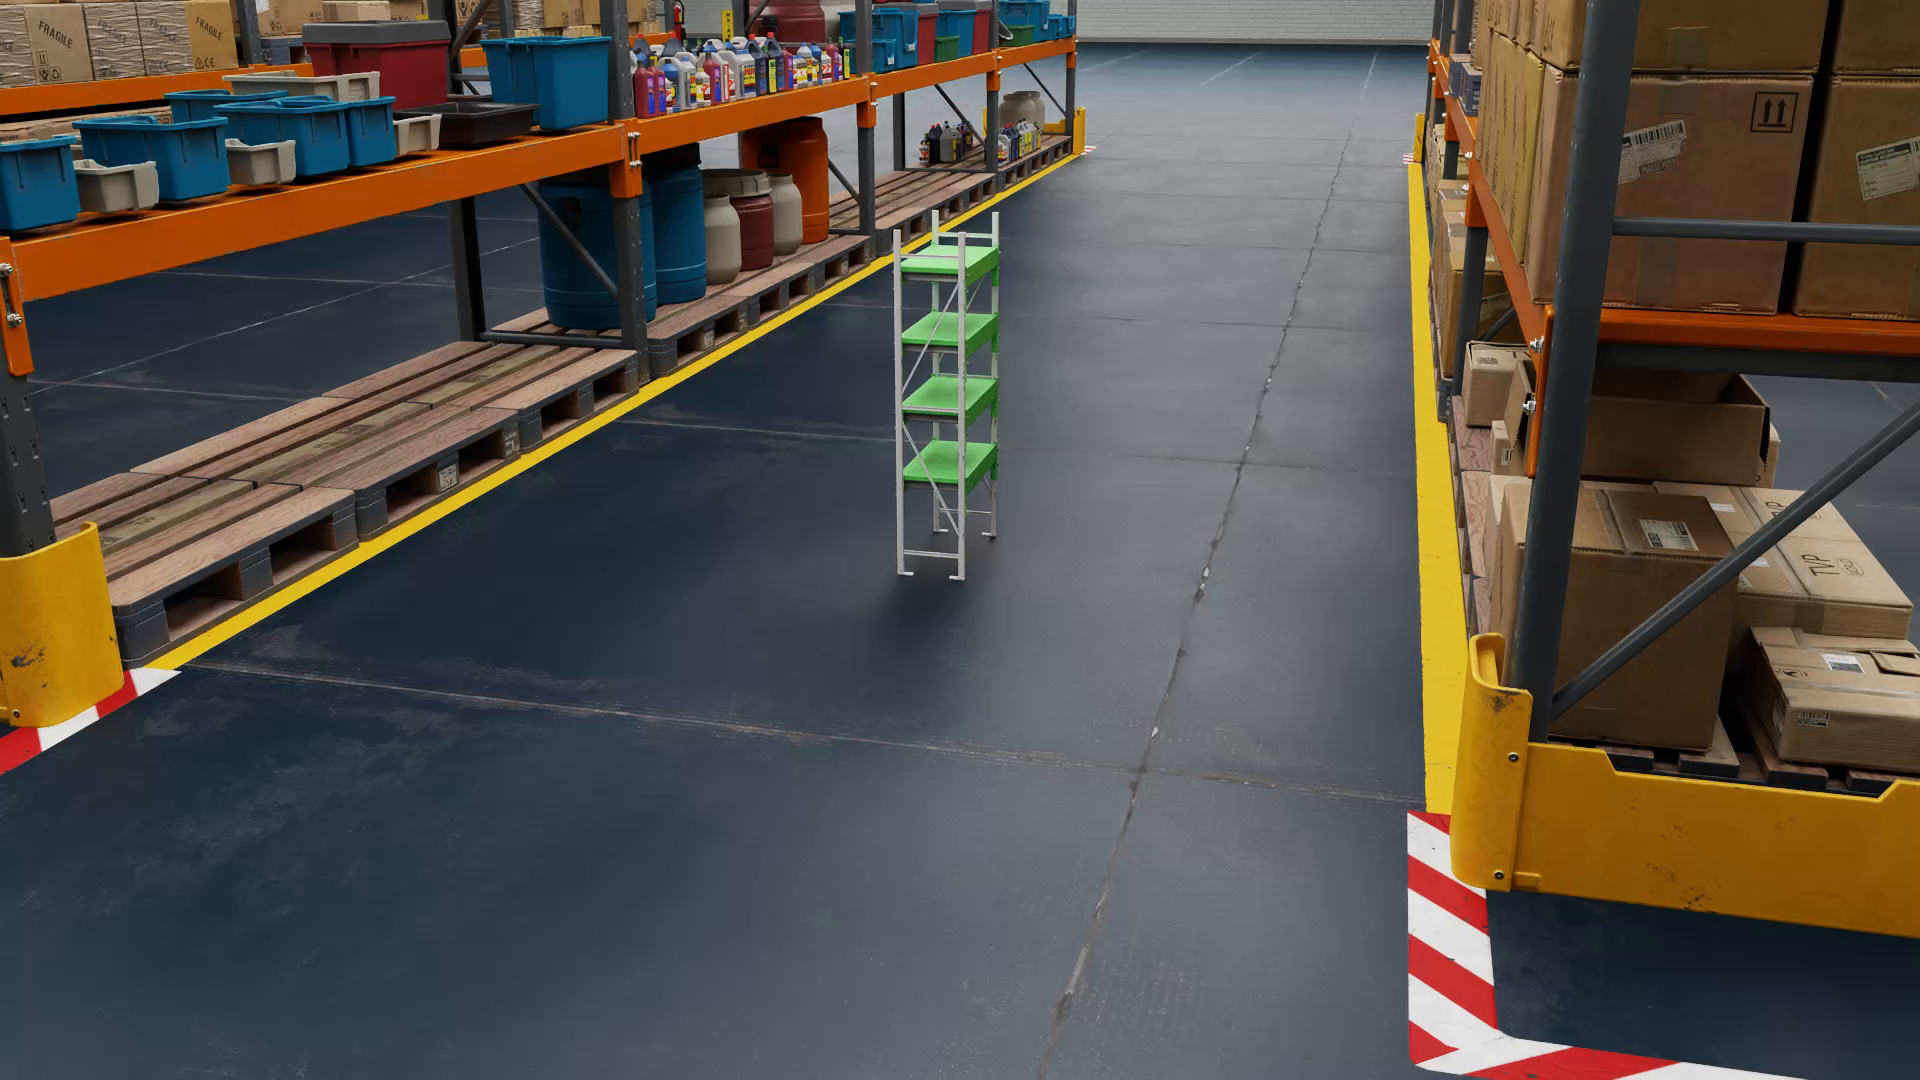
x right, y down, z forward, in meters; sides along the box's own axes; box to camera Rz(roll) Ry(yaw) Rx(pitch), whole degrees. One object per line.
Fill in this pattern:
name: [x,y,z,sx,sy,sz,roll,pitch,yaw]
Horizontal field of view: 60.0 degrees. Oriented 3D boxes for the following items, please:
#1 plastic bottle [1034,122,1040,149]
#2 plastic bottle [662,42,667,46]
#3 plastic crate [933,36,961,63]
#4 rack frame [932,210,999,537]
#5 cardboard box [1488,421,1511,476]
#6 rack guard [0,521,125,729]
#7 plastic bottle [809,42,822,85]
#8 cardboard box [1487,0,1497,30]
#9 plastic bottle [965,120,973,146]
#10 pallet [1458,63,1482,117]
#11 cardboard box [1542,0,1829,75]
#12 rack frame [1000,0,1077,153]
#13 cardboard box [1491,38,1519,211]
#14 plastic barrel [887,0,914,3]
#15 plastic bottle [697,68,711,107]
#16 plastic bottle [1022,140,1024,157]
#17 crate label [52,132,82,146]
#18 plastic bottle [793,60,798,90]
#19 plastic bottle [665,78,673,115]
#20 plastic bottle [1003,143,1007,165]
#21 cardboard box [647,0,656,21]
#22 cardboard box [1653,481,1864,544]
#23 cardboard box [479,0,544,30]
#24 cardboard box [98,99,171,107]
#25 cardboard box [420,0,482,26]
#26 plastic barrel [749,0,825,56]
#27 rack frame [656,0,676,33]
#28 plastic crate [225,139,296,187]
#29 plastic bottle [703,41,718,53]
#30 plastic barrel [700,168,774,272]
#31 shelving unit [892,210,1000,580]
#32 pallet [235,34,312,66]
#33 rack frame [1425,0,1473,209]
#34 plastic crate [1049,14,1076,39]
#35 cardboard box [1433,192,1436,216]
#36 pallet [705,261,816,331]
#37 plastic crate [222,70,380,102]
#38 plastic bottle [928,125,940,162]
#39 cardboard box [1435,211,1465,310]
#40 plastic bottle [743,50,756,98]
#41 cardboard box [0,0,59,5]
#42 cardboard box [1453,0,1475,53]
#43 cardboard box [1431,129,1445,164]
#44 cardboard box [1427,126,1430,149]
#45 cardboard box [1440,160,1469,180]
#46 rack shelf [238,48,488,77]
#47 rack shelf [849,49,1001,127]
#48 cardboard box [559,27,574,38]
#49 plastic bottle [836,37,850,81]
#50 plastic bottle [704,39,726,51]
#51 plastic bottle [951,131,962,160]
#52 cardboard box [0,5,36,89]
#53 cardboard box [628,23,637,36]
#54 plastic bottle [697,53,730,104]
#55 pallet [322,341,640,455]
plastic bottle: [0.804,-4.286,17.617,0.061,0.283,0.133,5,20,15]
plastic bottle: [-1.862,-2.980,10.453,0.061,0.283,0.133,5,19,13]
plastic crate: [-0.290,-4.090,13.848,0.450,0.188,0.662,5,19,13]
rack frame: [0.019,-0.592,6.066,0.240,1.200,0.015,5,19,13]
cardboard box: [2.195,-0.339,6.243,0.380,0.166,0.250,5,19,13]
rack guard: [-3.064,0.195,4.844,1.175,0.500,0.348,5,19,13]
plastic bottle: [-0.951,-3.115,10.865,0.097,0.271,0.097,0,19,0]
cardboard box: [2.196,-2.091,5.968,0.500,0.500,0.500,4,19,12]
plastic bottle: [0.094,-4.385,17.926,0.097,0.271,0.097,0,19,0]
pallet: [3.216,-2.411,8.903,1.003,0.211,1.213,5,19,13]
cardboard box: [1.574,-1.286,3.611,0.500,0.500,0.500,4,19,13]
rack frame: [0.839,-6.012,19.147,1.000,3.000,0.127,5,19,13]
cardboard box: [1.951,-1.290,5.170,0.500,0.500,0.500,4,19,13]
plastic barrel: [-0.585,-4.540,14.628,0.433,0.535,0.433,0,19,0]
plastic bottle: [-1.419,-2.481,9.119,0.097,0.201,0.097,0,19,0]
plastic bottle: [0.599,-4.008,16.930,0.097,0.201,0.097,0,19,0]
crate label: [-2.918,-1.349,5.812,0.396,0.136,0.243,5,19,13]
plastic bottle: [-1.070,-2.929,10.430,0.097,0.201,0.097,0,19,0]
plastic bottle: [-1.547,-2.317,8.638,0.097,0.201,0.097,0,19,0]
plastic bottle: [0.414,-3.771,16.236,0.097,0.201,0.097,0,19,0]
cardboard box: [-4.125,-6.421,19.730,0.875,0.500,0.500,5,19,13]
cardboard box: [2.384,0.027,5.041,0.500,0.250,0.500,5,19,13]
cardboard box: [-4.772,-5.473,16.956,0.875,0.500,0.500,5,19,13]
cardboard box: [-6.108,-2.874,12.599,1.225,0.875,0.875,4,19,11]
cardboard box: [-5.271,-5.394,15.761,1.000,1.000,1.000,5,19,14]
plastic barrel: [-1.296,-3.738,12.280,0.600,0.536,0.708,5,19,13]
rack frame: [-3.964,-6.403,20.293,1.000,3.000,0.127,5,19,13]
plastic crate: [-2.367,-1.258,5.546,0.250,0.136,0.298,5,19,13]
plastic bottle: [-1.644,-3.149,10.966,0.097,0.271,0.097,0,19,0]
plastic barrel: [-1.495,-2.053,10.639,0.600,0.588,0.708,5,19,13]
shelving unit: [-0.040,-0.516,5.842,0.258,1.200,0.503,5,19,13]
pallet: [-5.848,-4.036,13.661,1.213,0.211,1.003,5,19,13]
rack frame: [4.664,-4.366,14.328,1.000,3.000,0.127,5,19,13]
plastic crate: [1.007,-5.761,18.643,0.499,0.251,0.616,5,19,13]
cardboard box: [3.827,-2.513,12.508,0.500,0.250,0.500,5,20,15]
pallet: [-1.568,-1.553,10.408,1.003,0.211,1.213,5,19,13]
plastic crate: [-2.645,-1.759,6.787,0.437,0.282,0.530,5,19,13]
plastic bottle: [-0.261,-3.937,16.492,0.144,0.351,0.185,4,19,12]
cardboard box: [2.926,-1.532,9.218,0.500,0.500,0.500,4,19,12]
plastic bottle: [-1.249,-2.732,9.745,0.097,0.271,0.097,0,19,0]
cardboard box: [-6.432,-3.775,10.892,0.797,0.503,0.637,5,20,15]
cardboard box: [4.766,-4.553,14.721,0.700,0.500,0.500,4,19,12]
cardboard box: [4.194,-3.262,13.834,0.500,0.311,0.500,4,19,13]
cardboard box: [5.176,-4.209,17.475,0.500,0.250,0.500,5,19,13]
cardboard box: [3.576,-2.458,11.481,0.500,0.311,0.500,5,20,15]
rack shelf: [-5.430,-4.182,14.903,1.077,0.370,4.000,5,19,13]
rack shelf: [-0.627,-3.791,13.758,1.077,0.370,4.000,5,19,13]
cardboard box: [-4.336,-5.386,17.704,0.380,0.149,0.250,5,19,13]
plastic bottle: [-0.801,-3.289,11.355,0.061,0.283,0.133,5,19,13]
plastic bottle: [-1.648,-3.190,11.079,0.152,0.276,0.135,5,19,13]
plastic bottle: [-0.064,-3.958,16.669,0.152,0.276,0.135,5,19,13]
cardboard box: [-6.297,-3.128,10.550,0.500,0.500,0.500,4,19,12]
cardboard box: [-3.982,-5.940,19.328,0.380,0.149,0.250,5,19,13]
plastic bottle: [-1.384,-2.597,9.342,0.152,0.276,0.135,5,19,13]
pallet: [-2.235,-0.697,7.903,1.003,0.211,1.213,5,19,13]
